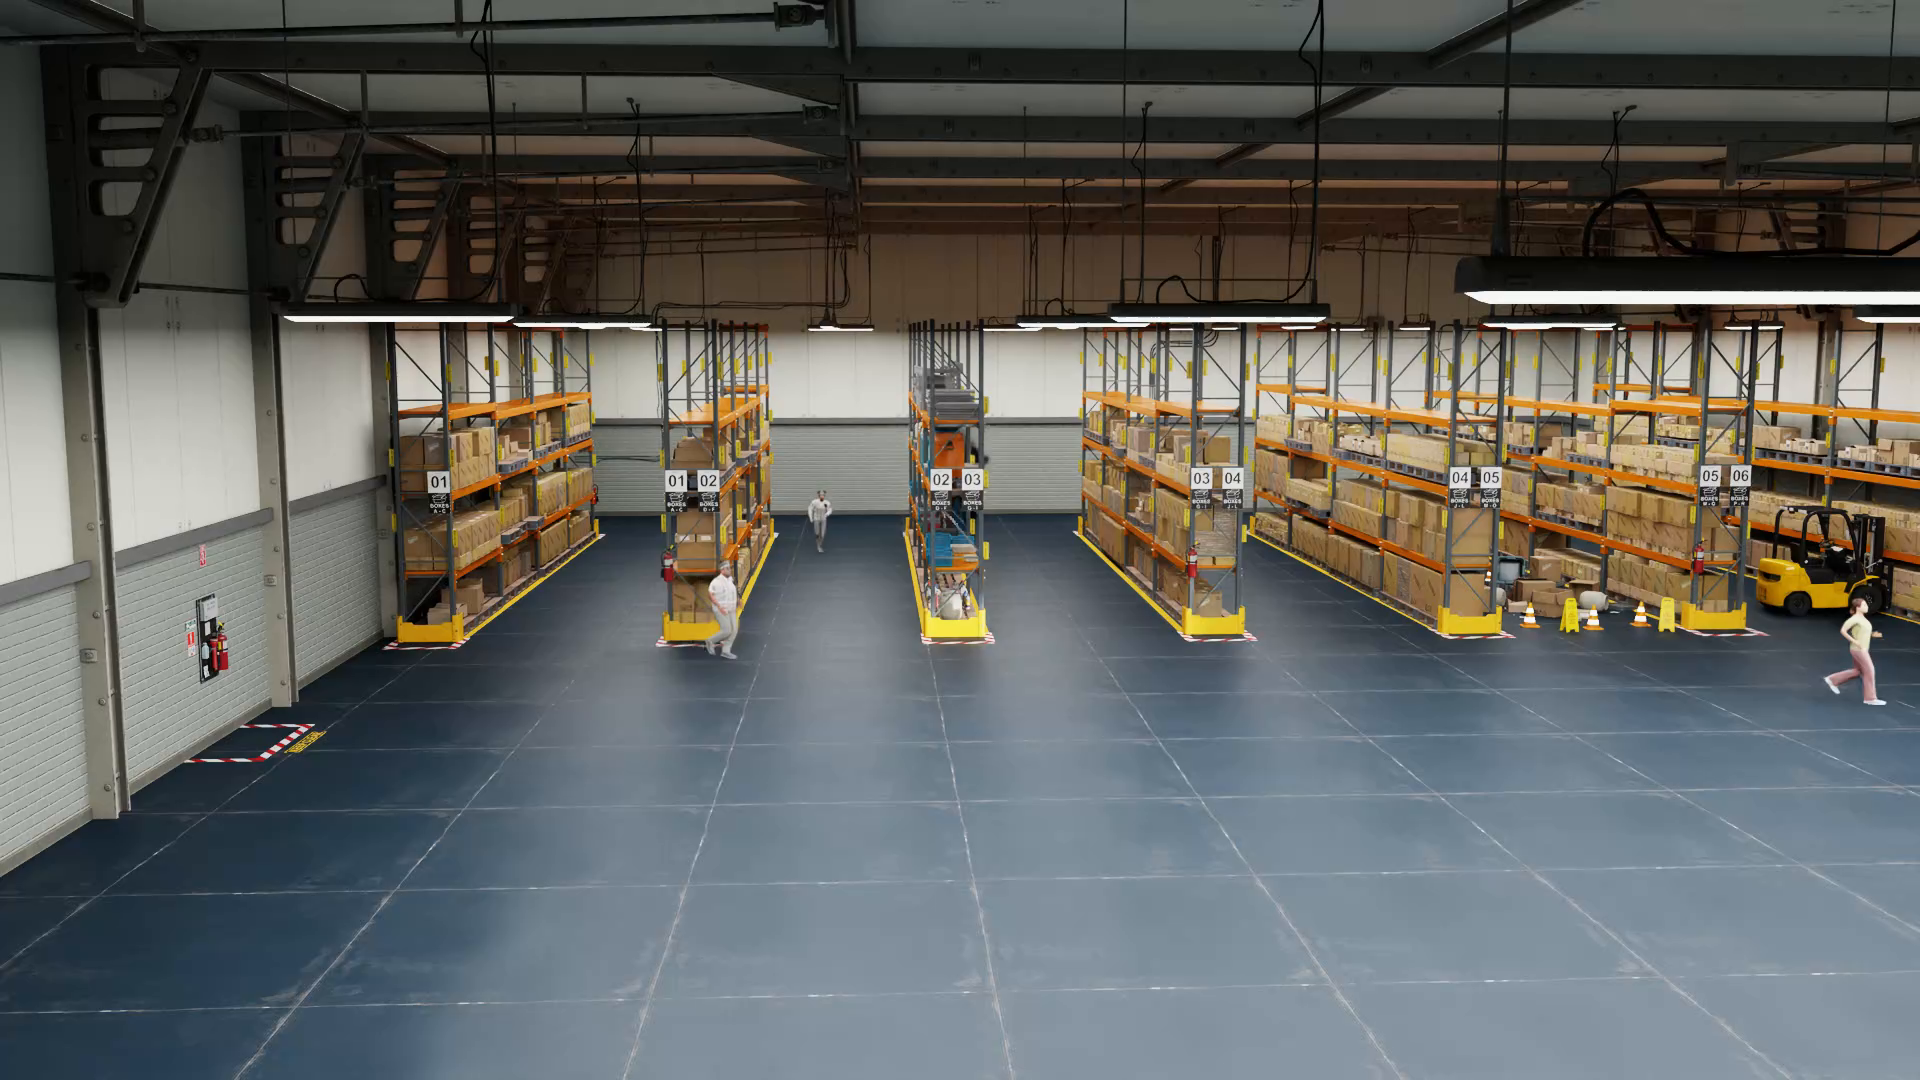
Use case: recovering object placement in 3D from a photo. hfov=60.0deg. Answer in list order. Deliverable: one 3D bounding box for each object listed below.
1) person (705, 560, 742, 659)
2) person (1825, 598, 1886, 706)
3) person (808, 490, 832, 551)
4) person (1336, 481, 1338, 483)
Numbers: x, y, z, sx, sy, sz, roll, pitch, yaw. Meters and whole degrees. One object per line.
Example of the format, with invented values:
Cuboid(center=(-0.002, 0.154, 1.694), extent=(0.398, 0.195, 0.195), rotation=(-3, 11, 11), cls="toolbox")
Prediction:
Cuboid(center=(-4.203, 1.225, 29.523), extent=(0.598, 1.760, 0.683), rotation=(3, 8, 24), cls="person")
Cuboid(center=(13.946, 1.718, 25.848), extent=(0.896, 1.635, 0.588), rotation=(6, 9, 40), cls="person")
Cuboid(center=(-3.692, -0.510, 43.942), extent=(0.614, 1.646, 0.589), rotation=(-1, 7, -9), cls="person")
Cuboid(center=(10.697, -0.910, 47.332), extent=(0.550, 1.604, 0.817), rotation=(-2, 7, -17), cls="person")
